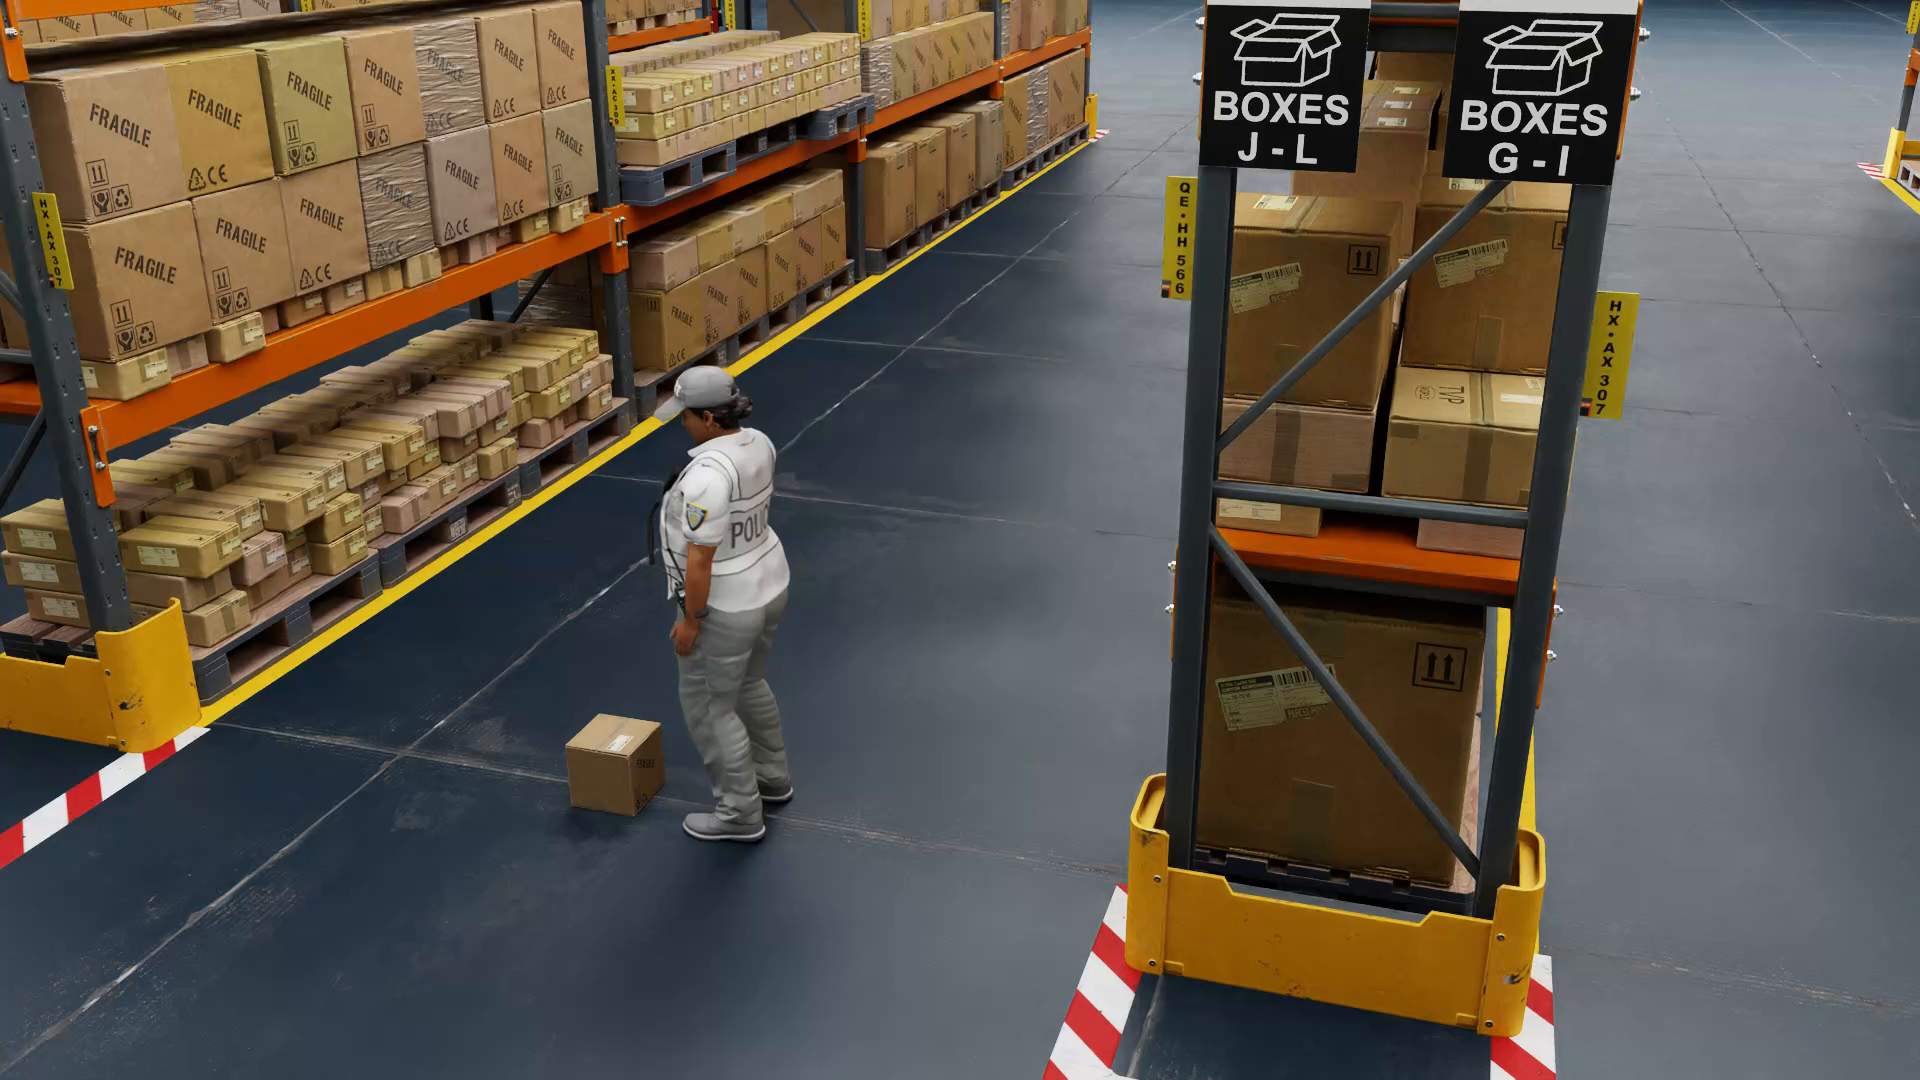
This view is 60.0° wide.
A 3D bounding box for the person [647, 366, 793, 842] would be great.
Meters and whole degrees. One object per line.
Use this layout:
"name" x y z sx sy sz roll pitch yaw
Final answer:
"person" -0.790 0.217 5.571 0.390 1.656 0.473 7 23 17
